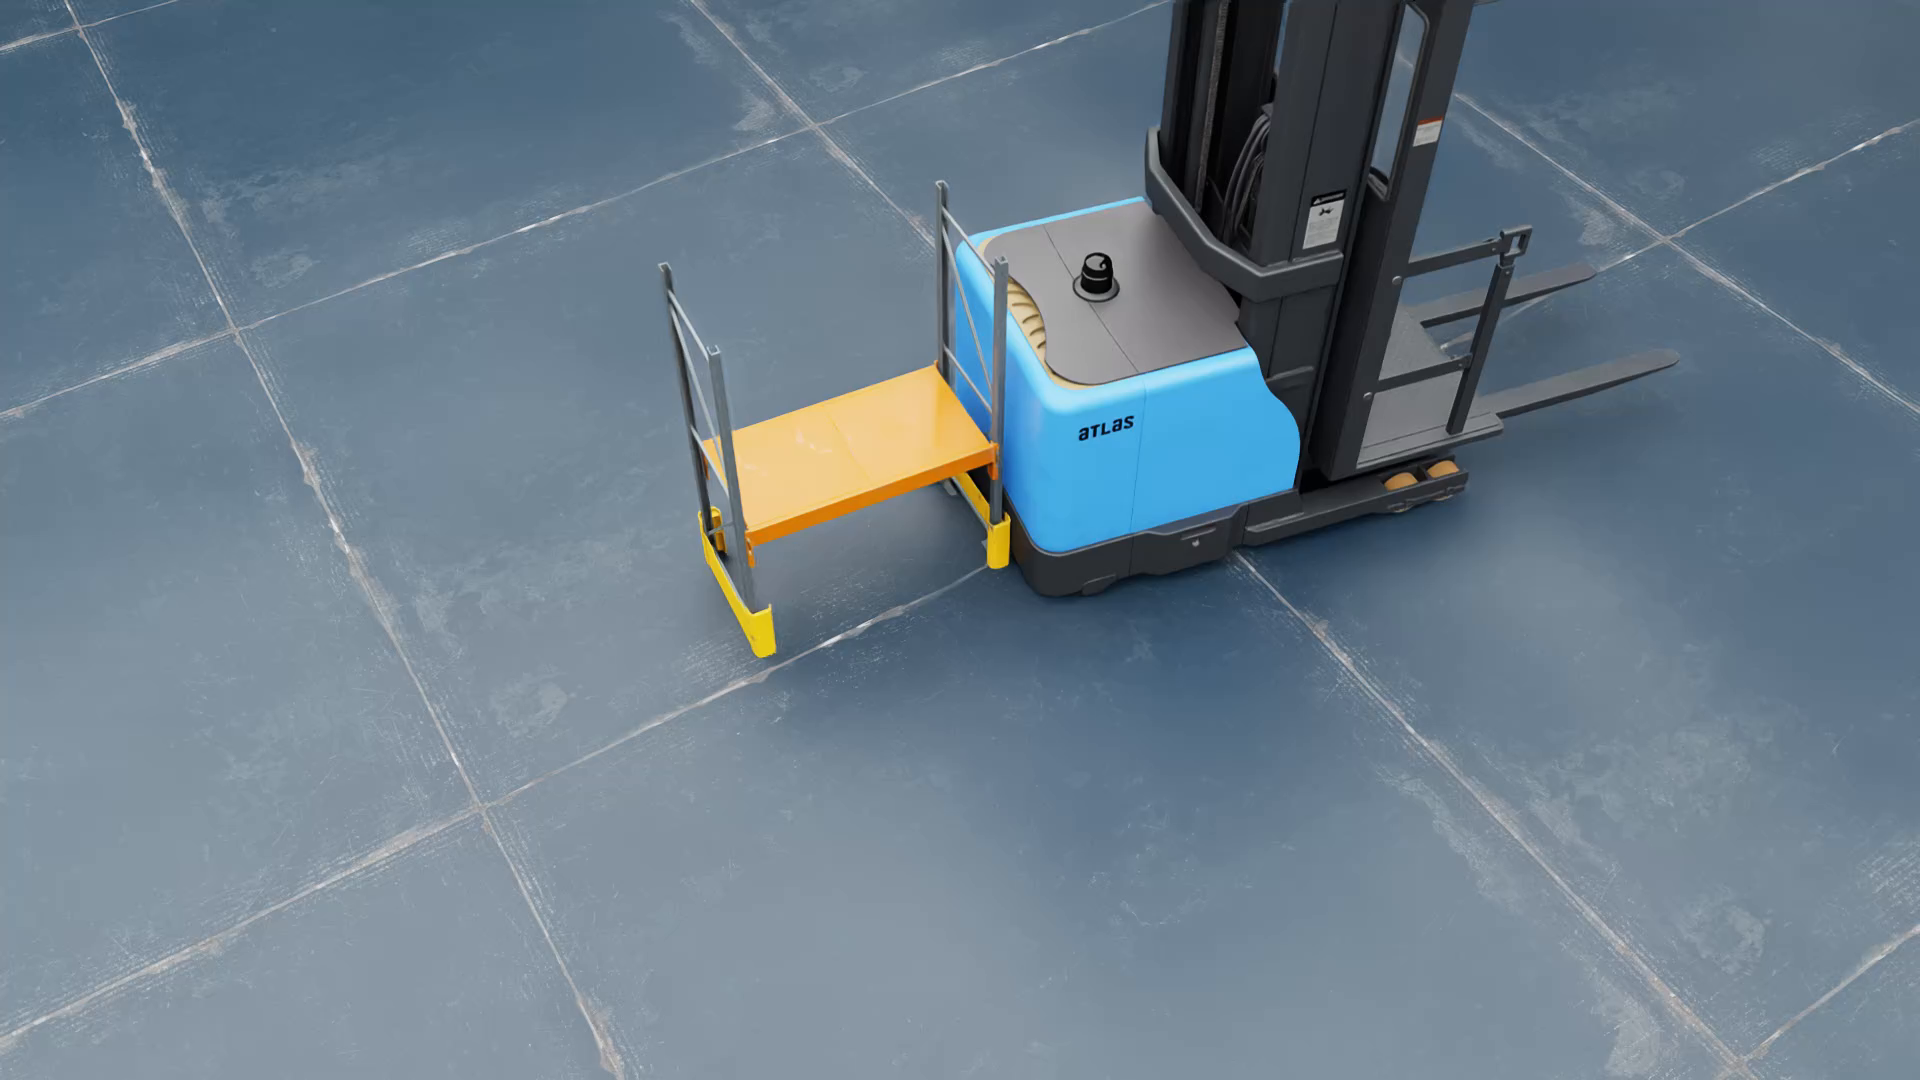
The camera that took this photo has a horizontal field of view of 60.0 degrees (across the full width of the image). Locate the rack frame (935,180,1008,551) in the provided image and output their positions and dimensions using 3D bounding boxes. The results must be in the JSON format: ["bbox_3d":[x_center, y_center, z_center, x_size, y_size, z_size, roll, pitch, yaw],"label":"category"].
[{"bbox_3d":[0.037,-0.587,6.213,0.032,1.500,0.500,-20,51,-17],"label":"rack frame"}]

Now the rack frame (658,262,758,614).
[{"bbox_3d":[-0.875,-0.251,5.914,0.032,1.500,0.500,-20,51,-17],"label":"rack frame"}]

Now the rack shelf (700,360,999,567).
[{"bbox_3d":[-0.419,-0.299,6.198,1.000,0.185,0.538,-20,51,-17],"label":"rack shelf"}]

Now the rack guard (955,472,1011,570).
[{"bbox_3d":[0.036,-0.170,6.680,0.087,0.250,0.587,-20,51,-17],"label":"rack guard"}]

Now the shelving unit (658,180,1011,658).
[{"bbox_3d":[-0.410,-0.422,6.067,1.083,1.500,0.587,-20,51,-17],"label":"shelving unit"}]

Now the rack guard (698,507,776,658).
[{"bbox_3d":[-0.857,0.158,6.387,0.087,0.250,0.587,-20,51,-17],"label":"rack guard"}]

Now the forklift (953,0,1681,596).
[{"bbox_3d":[1.541,-1.444,6.019,3.031,2.935,1.130,-15,50,-13],"label":"forklift"}]
